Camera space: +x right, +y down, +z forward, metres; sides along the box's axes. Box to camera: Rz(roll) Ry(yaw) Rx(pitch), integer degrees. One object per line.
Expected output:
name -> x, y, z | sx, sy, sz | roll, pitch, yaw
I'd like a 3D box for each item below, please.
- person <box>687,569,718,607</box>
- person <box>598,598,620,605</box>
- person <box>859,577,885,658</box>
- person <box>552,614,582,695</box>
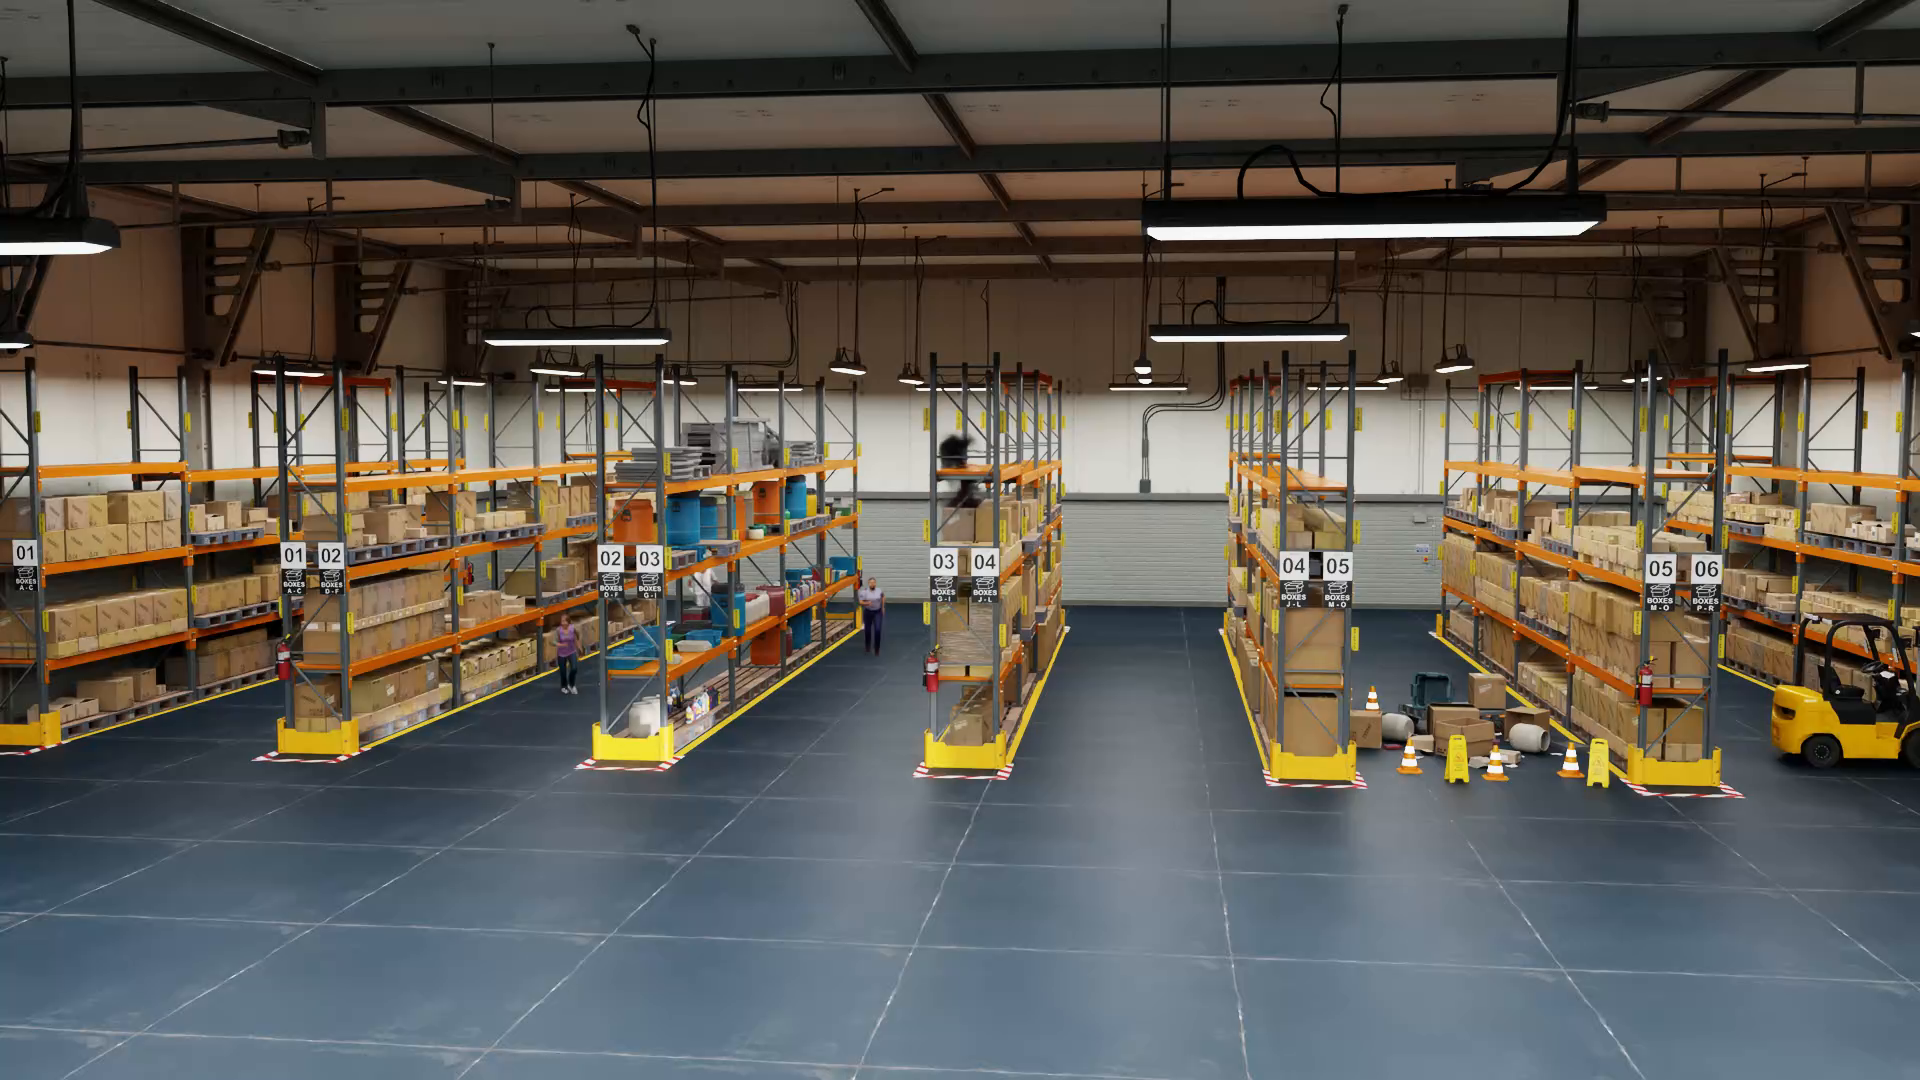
person -> -6.176, 1.315, 39.884 | 0.718, 1.755, 0.687 | 0, 4, -6
person -> -8.904, 1.193, 42.700 | 0.871, 1.594, 0.518 | 1, 4, 16
person -> -1.891, 1.642, 35.783 | 0.578, 1.695, 0.854 | -1, 4, -7
person -> -7.170, 2.105, 30.362 | 0.545, 1.472, 0.872 | -1, 4, -17
